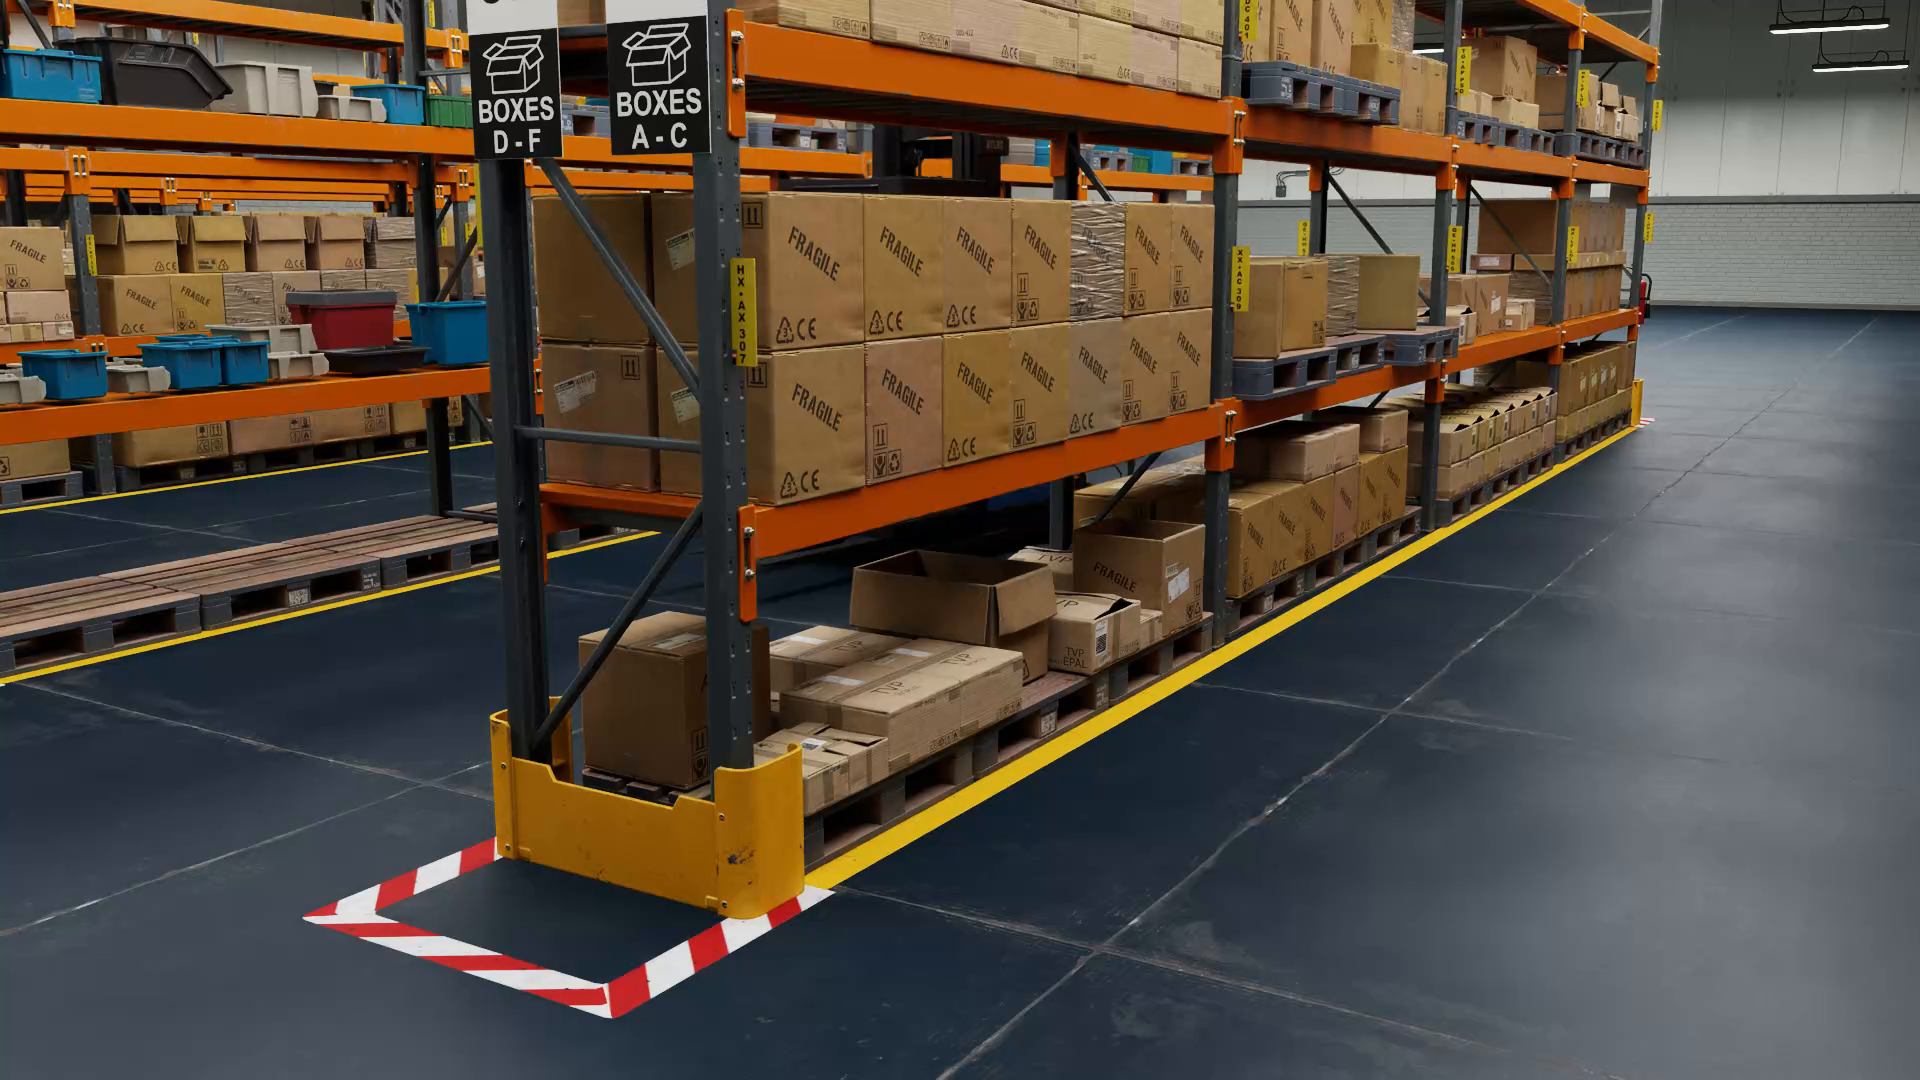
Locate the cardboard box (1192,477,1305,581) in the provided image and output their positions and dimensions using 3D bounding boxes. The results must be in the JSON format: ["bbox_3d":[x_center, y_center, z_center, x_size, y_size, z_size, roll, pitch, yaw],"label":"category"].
[{"bbox_3d":[1.678,-0.074,9.710,0.500,0.500,0.500,7,12,32],"label":"cardboard box"}]

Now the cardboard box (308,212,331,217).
[{"bbox_3d":[-10.656,-5.081,27.061,0.700,0.500,0.500,6,12,30],"label":"cardboard box"}]

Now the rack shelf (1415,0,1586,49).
[{"bbox_3d":[4.066,-4.291,13.376,1.077,0.370,4.000,6,12,31],"label":"rack shelf"}]

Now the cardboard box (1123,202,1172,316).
[{"bbox_3d":[0.646,-1.304,7.695,0.500,0.500,0.500,6,12,30],"label":"cardboard box"}]

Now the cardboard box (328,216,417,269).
[{"bbox_3d":[-5.831,-2.954,16.496,0.797,0.503,0.637,7,13,33],"label":"cardboard box"}]

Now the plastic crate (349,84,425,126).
[{"bbox_3d":[-3.480,-2.641,10.127,0.416,0.233,0.300,6,12,31],"label":"plastic crate"}]

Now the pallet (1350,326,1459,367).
[{"bbox_3d":[2.736,-1.370,11.557,1.213,0.211,1.003,6,12,31],"label":"pallet"}]

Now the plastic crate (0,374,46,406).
[{"bbox_3d":[-4.711,-0.743,8.241,0.250,0.136,0.298,6,12,31],"label":"plastic crate"}]

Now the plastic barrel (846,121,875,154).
[{"bbox_3d":[-0.781,-3.601,14.494,0.421,0.512,0.421,0,11,0],"label":"plastic barrel"}]

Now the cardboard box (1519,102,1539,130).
[{"bbox_3d":[4.776,-3.718,14.692,0.500,0.250,0.500,8,13,37],"label":"cardboard box"}]

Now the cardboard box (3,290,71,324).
[{"bbox_3d":[-7.519,-1.874,13.325,0.500,0.250,0.500,6,12,30],"label":"cardboard box"}]

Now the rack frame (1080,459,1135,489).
[{"bbox_3d":[1.162,-0.988,13.071,0.500,1.500,0.032,8,13,38],"label":"rack frame"}]

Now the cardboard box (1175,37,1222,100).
[{"bbox_3d":[0.926,-2.247,7.978,0.500,0.250,0.500,6,12,31],"label":"cardboard box"}]

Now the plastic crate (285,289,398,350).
[{"bbox_3d":[-3.959,-1.367,10.682,0.402,0.464,0.583,6,12,31],"label":"plastic crate"}]

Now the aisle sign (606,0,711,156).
[{"bbox_3d":[-0.910,-1.559,4.978,0.394,0.787,0.004,6,12,31],"label":"aisle sign"}]

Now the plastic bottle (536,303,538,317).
[{"bbox_3d":[-3.083,-1.574,12.259,0.144,0.351,0.185,6,12,31],"label":"plastic bottle"}]

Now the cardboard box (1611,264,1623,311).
[{"bbox_3d":[6.928,-2.813,18.471,0.700,0.500,0.500,6,12,31],"label":"cardboard box"}]

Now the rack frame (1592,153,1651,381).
[{"bbox_3d":[7.181,-2.836,18.865,1.000,3.000,0.127,6,12,31],"label":"rack frame"}]

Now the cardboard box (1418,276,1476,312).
[{"bbox_3d":[3.885,-1.892,13.554,0.500,0.500,0.500,6,12,28],"label":"cardboard box"}]

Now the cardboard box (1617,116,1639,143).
[{"bbox_3d":[6.809,-4.306,17.450,0.500,0.250,0.500,6,12,31],"label":"cardboard box"}]

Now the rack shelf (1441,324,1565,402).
[{"bbox_3d":[4.066,-1.539,13.891,1.077,0.370,4.000,6,12,31],"label":"rack shelf"}]

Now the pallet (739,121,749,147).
[{"bbox_3d":[-2.371,-3.115,12.719,1.003,0.211,1.213,6,12,31],"label":"pallet"}]

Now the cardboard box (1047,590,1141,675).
[{"bbox_3d":[0.508,0.391,7.738,0.500,0.311,0.500,6,12,31],"label":"cardboard box"}]

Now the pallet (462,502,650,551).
[{"bbox_3d":[-2.844,-0.169,12.199,1.003,0.211,1.213,6,12,31],"label":"pallet"}]

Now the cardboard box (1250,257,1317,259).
[{"bbox_3d":[1.815,-1.488,10.252,0.700,0.500,0.500,3,11,16],"label":"cardboard box"}]

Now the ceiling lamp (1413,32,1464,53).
[{"bbox_3d":[10.119,-11.841,34.802,2.000,3.185,0.800,6,12,31],"label":"ceiling lamp"}]

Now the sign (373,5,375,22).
[{"bbox_3d":[-8.009,-7.186,22.831,0.100,0.325,0.005,6,12,31],"label":"sign"}]

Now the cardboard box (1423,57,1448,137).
[{"bbox_3d":[2.830,-3.029,11.476,0.910,0.500,0.500,6,12,31],"label":"cardboard box"}]

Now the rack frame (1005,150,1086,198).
[{"bbox_3d":[0.873,-2.681,18.036,1.000,3.000,0.127,6,12,31],"label":"rack frame"}]

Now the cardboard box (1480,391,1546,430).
[{"bbox_3d":[4.874,-1.164,14.741,0.500,0.311,0.500,7,13,32],"label":"cardboard box"}]

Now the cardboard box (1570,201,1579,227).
[{"bbox_3d":[5.591,-3.044,16.178,0.700,0.500,0.500,6,12,31],"label":"cardboard box"}]

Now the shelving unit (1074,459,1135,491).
[{"bbox_3d":[0.840,-0.914,12.674,0.587,1.500,1.083,8,13,38],"label":"shelving unit"}]

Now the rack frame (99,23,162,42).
[{"bbox_3d":[-9.624,-5.963,19.267,1.000,3.000,0.127,6,12,31],"label":"rack frame"}]

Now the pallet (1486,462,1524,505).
[{"bbox_3d":[4.123,-0.524,14.094,1.003,0.211,1.213,6,12,31],"label":"pallet"}]

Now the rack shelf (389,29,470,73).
[{"bbox_3d":[-4.399,-5.238,18.434,1.077,0.370,4.000,6,12,31],"label":"rack shelf"}]

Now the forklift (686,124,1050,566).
[{"bbox_3d":[-0.488,-1.328,10.997,1.130,2.935,3.031,8,13,38],"label":"forklift"}]

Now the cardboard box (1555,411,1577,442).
[{"bbox_3d":[5.604,-1.106,15.954,0.500,0.250,0.500,6,12,31],"label":"cardboard box"}]

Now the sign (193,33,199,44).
[{"bbox_3d":[-11.353,-7.534,24.690,0.100,0.325,0.005,6,12,31],"label":"sign"}]

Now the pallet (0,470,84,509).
[{"bbox_3d":[-7.975,-0.413,13.501,1.003,0.211,1.213,6,12,31],"label":"pallet"}]

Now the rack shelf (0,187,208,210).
[{"bbox_3d":[-12.868,-4.907,23.731,1.077,0.370,4.000,6,12,31],"label":"rack shelf"}]

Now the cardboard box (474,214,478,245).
[{"bbox_3d":[-7.140,-4.400,23.880,0.875,0.550,0.550,6,12,31],"label":"cardboard box"}]

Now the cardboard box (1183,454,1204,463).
[{"bbox_3d":[1.749,-0.277,10.795,0.500,0.500,0.500,6,12,29],"label":"cardboard box"}]

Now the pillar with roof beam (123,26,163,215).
[{"bbox_3d":[-11.450,-7.717,28.637,9.100,9.000,0.548,6,12,31],"label":"pillar with roof beam"}]

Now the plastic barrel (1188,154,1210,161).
[{"bbox_3d":[2.806,-5.113,20.569,0.600,0.830,0.708,6,12,31],"label":"plastic barrel"}]

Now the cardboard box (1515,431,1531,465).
[{"bbox_3d":[4.607,-0.809,14.369,0.500,0.250,0.500,7,13,32],"label":"cardboard box"}]

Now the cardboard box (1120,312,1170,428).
[{"bbox_3d":[0.644,-0.813,7.791,0.500,0.500,0.500,7,13,32],"label":"cardboard box"}]

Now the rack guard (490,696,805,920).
[{"bbox_3d":[-1.086,0.897,5.718,1.175,0.500,0.348,6,12,31],"label":"rack guard"}]

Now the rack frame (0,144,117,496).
[{"bbox_3d":[-7.514,-1.896,13.843,1.000,3.000,0.127,6,12,31],"label":"rack frame"}]

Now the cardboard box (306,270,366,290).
[{"bbox_3d":[-6.012,-2.313,15.799,0.500,0.500,0.500,6,12,29],"label":"cardboard box"}]

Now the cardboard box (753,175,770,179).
[{"bbox_3d":[-2.637,-4.685,20.996,0.500,0.250,0.500,6,12,30],"label":"cardboard box"}]

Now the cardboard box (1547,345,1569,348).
[{"bbox_3d":[6.206,-1.838,17.826,0.500,0.500,0.500,6,12,31],"label":"cardboard box"}]

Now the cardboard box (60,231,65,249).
[{"bbox_3d":[-12.941,-4.089,23.336,0.500,0.500,0.500,7,12,32],"label":"cardboard box"}]

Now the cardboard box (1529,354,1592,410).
[{"bbox_3d":[5.866,-1.553,16.304,0.500,0.500,0.500,6,12,31],"label":"cardboard box"}]

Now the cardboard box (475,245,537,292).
[{"bbox_3d":[-4.987,-2.966,18.150,0.700,0.500,0.500,9,14,39],"label":"cardboard box"}]

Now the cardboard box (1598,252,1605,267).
[{"bbox_3d":[6.474,-2.922,17.290,0.380,0.149,0.250,7,13,32],"label":"cardboard box"}]
